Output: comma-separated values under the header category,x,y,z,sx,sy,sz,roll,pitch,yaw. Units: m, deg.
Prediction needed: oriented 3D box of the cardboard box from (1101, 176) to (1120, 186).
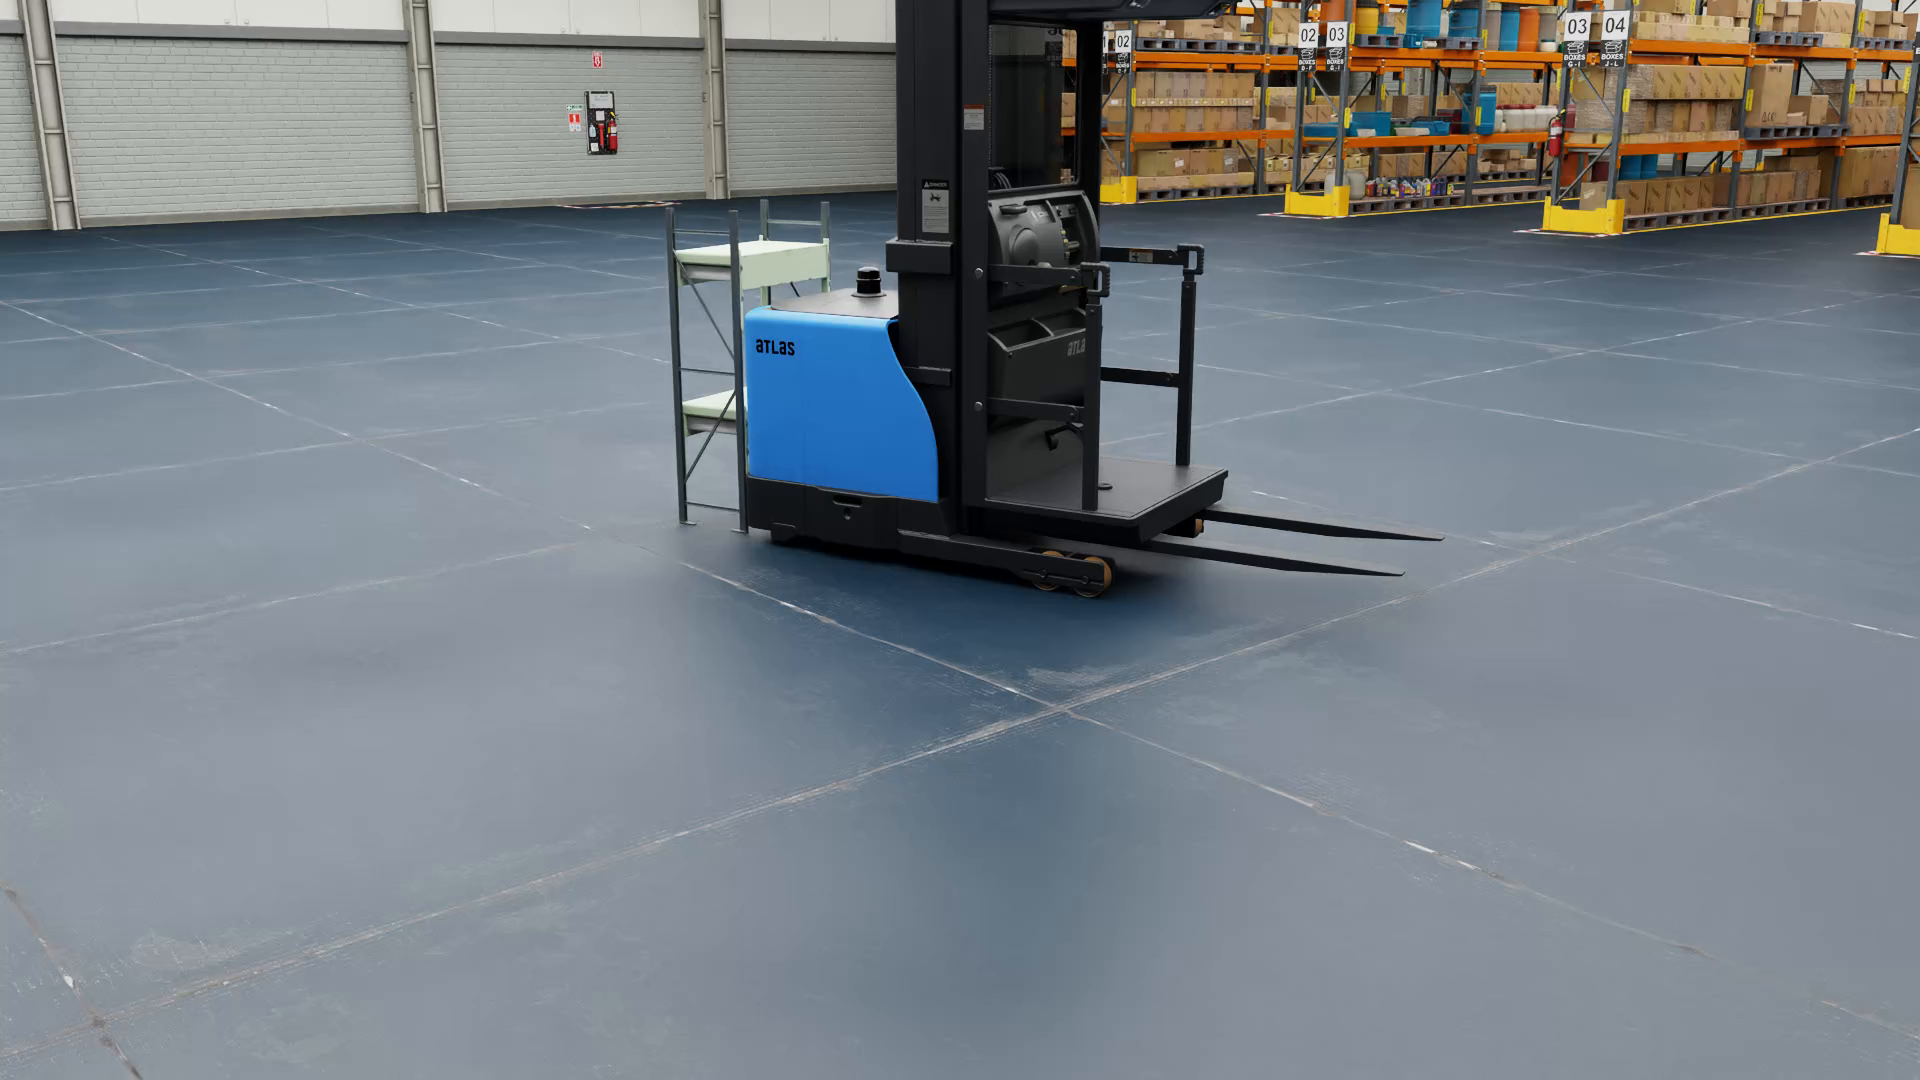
category,x,y,z,sx,sy,sz,roll,pitch,yaw
cardboard box,3.159,-7.110,33.070,0.500,0.250,0.500,-13,19,-39

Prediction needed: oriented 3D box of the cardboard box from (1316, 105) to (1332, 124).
category,x,y,z,sx,sy,sz,roll,pitch,yaw
cardboard box,7.728,-9.203,36.199,0.500,0.500,0.500,-14,20,-42

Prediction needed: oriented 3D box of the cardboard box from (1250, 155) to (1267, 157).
category,x,y,z,sx,sy,sz,roll,pitch,yaw
cardboard box,6.472,-8.124,35.780,0.500,0.311,0.500,-12,19,-38

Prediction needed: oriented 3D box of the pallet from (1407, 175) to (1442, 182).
category,x,y,z,sx,sy,sz,roll,pitch,yaw
pallet,10.491,-8.420,38.863,1.213,0.211,1.003,-13,19,-39

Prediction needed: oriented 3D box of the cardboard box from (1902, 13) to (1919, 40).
category,x,y,z,sx,sy,sz,roll,pitch,yaw
cardboard box,18.070,-9.791,31.773,0.500,0.500,0.700,-12,19,-38

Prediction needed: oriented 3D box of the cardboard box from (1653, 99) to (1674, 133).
category,x,y,z,sx,sy,sz,roll,pitch,yaw
cardboard box,10.585,-6.622,25.959,0.500,0.500,0.875,-13,19,-39

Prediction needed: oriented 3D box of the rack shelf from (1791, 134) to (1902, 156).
category,x,y,z,sx,sy,sz,roll,pitch,yaw
rack shelf,16.992,-7.505,31.427,4.000,0.370,1.077,-13,19,-39

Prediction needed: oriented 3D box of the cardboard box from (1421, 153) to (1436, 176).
category,x,y,z,sx,sy,sz,roll,pitch,yaw
cardboard box,10.678,-8.732,38.619,0.500,0.500,0.500,-14,20,-41

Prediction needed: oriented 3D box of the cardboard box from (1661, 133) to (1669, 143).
category,x,y,z,sx,sy,sz,roll,pitch,yaw
cardboard box,10.759,-6.252,25.829,0.250,0.149,0.380,-13,19,-39

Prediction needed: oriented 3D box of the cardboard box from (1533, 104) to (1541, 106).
category,x,y,z,sx,sy,sz,roll,pitch,yaw
cardboard box,14.090,-10.545,41.222,0.500,0.500,0.500,-12,19,-39

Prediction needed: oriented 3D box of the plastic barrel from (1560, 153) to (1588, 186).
category,x,y,z,sx,sy,sz,roll,pitch,yaw
plastic barrel,12.590,-7.718,34.224,0.708,0.830,0.600,-13,19,-39

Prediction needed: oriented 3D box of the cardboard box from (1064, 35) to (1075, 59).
category,x,y,z,sx,sy,sz,roll,pitch,yaw
cardboard box,2.491,-11.102,37.454,0.500,0.500,0.500,-12,19,-38

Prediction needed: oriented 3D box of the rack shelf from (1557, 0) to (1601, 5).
category,x,y,z,sx,sy,sz,roll,pitch,yaw
rack shelf,13.741,-11.174,34.314,4.000,0.370,1.077,-13,19,-39

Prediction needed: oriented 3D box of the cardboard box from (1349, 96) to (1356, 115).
category,x,y,z,sx,sy,sz,roll,pitch,yaw
cardboard box,10.263,-11.565,44.654,0.700,0.700,0.980,-14,20,-42

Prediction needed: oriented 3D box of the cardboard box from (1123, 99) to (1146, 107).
category,x,y,z,sx,sy,sz,roll,pitch,yaw
cardboard box,3.386,-8.474,32.209,0.250,0.149,0.380,-13,20,-40

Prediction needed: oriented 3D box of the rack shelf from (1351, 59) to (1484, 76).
category,x,y,z,sx,sy,sz,roll,pitch,yaw
rack shelf,10.492,-10.883,38.262,4.000,0.370,1.077,-13,19,-39

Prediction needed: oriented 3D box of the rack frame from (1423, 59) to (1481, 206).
category,x,y,z,sx,sy,sz,roll,pitch,yaw
rack frame,9.215,-7.800,31.138,0.127,3.000,1.000,-13,19,-39

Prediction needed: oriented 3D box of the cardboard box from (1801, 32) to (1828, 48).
category,x,y,z,sx,sy,sz,roll,pitch,yaw
cardboard box,14.540,-8.591,28.576,0.500,0.250,0.500,-12,19,-38

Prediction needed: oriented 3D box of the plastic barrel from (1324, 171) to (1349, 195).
category,x,y,z,sx,sy,sz,roll,pitch,yaw
plastic barrel,6.643,-6.250,29.342,0.421,0.512,0.421,0,15,0

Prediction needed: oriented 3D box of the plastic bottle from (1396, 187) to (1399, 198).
category,x,y,z,sx,sy,sz,roll,pitch,yaw
plastic bottle,7.848,-6.247,29.894,0.097,0.201,0.097,0,15,0

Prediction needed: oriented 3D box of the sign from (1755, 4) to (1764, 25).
category,x,y,z,sx,sy,sz,roll,pitch,yaw
sign,12.828,-8.430,26.684,0.005,0.325,0.100,-13,19,-39

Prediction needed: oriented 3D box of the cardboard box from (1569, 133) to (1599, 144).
category,x,y,z,sx,sy,sz,roll,pitch,yaw
cardboard box,9.528,-6.125,25.355,0.250,0.149,0.380,-13,19,-39

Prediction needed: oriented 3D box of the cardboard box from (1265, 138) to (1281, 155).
category,x,y,z,sx,sy,sz,roll,pitch,yaw
cardboard box,7.673,-9.962,42.583,0.750,0.750,0.750,-12,19,-38

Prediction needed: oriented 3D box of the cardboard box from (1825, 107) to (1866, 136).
category,x,y,z,sx,sy,sz,roll,pitch,yaw
cardboard box,16.029,-7.591,30.162,0.500,0.500,0.500,-12,19,-38

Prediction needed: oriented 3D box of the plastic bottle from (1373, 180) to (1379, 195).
category,x,y,z,sx,sy,sz,roll,pitch,yaw
plastic bottle,7.608,-6.476,30.609,0.135,0.276,0.152,-13,20,-41

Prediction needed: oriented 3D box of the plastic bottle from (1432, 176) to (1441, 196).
category,x,y,z,sx,sy,sz,roll,pitch,yaw
plastic bottle,8.773,-6.535,30.683,0.185,0.351,0.144,-14,20,-42

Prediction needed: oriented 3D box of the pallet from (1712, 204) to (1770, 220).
category,x,y,z,sx,sy,sz,roll,pitch,yaw
pallet,13.052,-5.621,28.383,1.213,0.211,1.003,-13,19,-39

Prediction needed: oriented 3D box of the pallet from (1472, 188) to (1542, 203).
category,x,y,z,sx,sy,sz,roll,pitch,yaw
pallet,10.702,-6.801,32.802,1.213,0.211,1.003,-13,19,-39

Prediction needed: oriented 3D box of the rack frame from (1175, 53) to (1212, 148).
category,x,y,z,sx,sy,sz,roll,pitch,yaw
rack frame,5.729,-10.406,40.896,0.127,3.000,1.000,-13,19,-39

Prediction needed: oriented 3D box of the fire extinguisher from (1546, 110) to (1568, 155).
category,x,y,z,sx,sy,sz,roll,pitch,yaw
fire extinguisher,9.060,-6.191,25.265,0.183,0.674,0.296,-13,19,-39

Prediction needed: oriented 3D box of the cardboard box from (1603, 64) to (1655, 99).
category,x,y,z,sx,sy,sz,roll,pitch,yaw
cardboard box,10.042,-6.873,24.962,0.500,0.500,0.500,-13,19,-39

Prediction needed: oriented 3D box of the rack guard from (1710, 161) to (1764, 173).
category,x,y,z,sx,sy,sz,roll,pitch,yaw
rack guard,18.277,-8.632,39.096,0.348,0.500,1.175,-13,19,-39

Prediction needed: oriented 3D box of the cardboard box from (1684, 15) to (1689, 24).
category,x,y,z,sx,sy,sz,roll,pitch,yaw
cardboard box,10.969,-7.994,25.571,0.250,0.149,0.380,-13,20,-40

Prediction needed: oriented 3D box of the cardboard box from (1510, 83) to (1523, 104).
category,x,y,z,sx,sy,sz,roll,pitch,yaw
cardboard box,13.318,-10.851,40.430,0.500,0.500,0.500,-13,20,-41

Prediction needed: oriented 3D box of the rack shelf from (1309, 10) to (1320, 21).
category,x,y,z,sx,sy,sz,roll,pitch,yaw
rack shelf,10.255,-13.780,44.071,4.000,0.370,1.077,-13,19,-39

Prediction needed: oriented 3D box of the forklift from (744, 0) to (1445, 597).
category,x,y,z,sx,sy,sz,roll,pitch,yaw
forklift,0.547,-1.335,7.069,3.031,2.935,1.130,8,17,29

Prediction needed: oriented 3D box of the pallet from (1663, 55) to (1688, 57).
category,x,y,z,sx,sy,sz,roll,pitch,yaw
pallet,14.722,-10.361,35.281,1.003,0.211,1.213,-13,19,-39

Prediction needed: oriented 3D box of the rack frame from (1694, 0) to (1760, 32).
category,x,y,z,sx,sy,sz,roll,pitch,yaw
rack frame,12.466,-9.734,26.754,0.127,3.000,1.000,-13,19,-39

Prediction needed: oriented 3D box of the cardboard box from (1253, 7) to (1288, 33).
category,x,y,z,sx,sy,sz,roll,pitch,yaw
cardboard box,6.457,-10.804,34.595,0.500,0.500,0.500,-12,19,-39

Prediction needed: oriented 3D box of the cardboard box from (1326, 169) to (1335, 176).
category,x,y,z,sx,sy,sz,roll,pitch,yaw
cardboard box,7.979,-8.008,36.431,0.500,0.250,0.500,-12,19,-38

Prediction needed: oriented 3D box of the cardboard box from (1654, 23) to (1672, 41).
category,x,y,z,sx,sy,sz,roll,pitch,yaw
cardboard box,10.367,-7.655,25.073,0.500,0.250,0.500,-13,20,-41

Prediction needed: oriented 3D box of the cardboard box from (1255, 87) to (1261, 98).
category,x,y,z,sx,sy,sz,roll,pitch,yaw
cardboard box,7.401,-11.261,41.835,0.500,0.250,0.500,-13,20,-40

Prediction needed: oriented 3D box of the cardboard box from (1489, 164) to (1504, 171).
category,x,y,z,sx,sy,sz,roll,pitch,yaw
cardboard box,13.106,-9.141,40.798,0.250,0.166,0.380,-13,19,-39

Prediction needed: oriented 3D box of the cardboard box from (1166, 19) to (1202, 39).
category,x,y,z,sx,sy,sz,roll,pitch,yaw
cardboard box,4.381,-10.083,32.596,0.500,0.500,0.500,-13,19,-39

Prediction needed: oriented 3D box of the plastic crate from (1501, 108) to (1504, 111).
category,x,y,z,sx,sy,sz,roll,pitch,yaw
plastic crate,10.812,-8.294,32.865,0.583,0.464,0.402,-13,19,-39

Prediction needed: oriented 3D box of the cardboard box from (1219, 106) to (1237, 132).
category,x,y,z,sx,sy,sz,roll,pitch,yaw
cardboard box,5.242,-8.646,34.113,0.500,0.500,0.700,-13,20,-40

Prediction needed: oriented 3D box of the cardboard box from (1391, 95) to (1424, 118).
category,x,y,z,sx,sy,sz,roll,pitch,yaw
cardboard box,10.200,-9.940,38.143,0.500,0.500,0.700,-9,17,-29

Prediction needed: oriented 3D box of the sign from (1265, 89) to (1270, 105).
category,x,y,z,sx,sy,sz,roll,pitch,yaw
sign,6.331,-9.114,34.226,0.005,0.325,0.100,-13,19,-39

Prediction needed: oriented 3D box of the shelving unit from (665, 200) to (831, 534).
category,x,y,z,sx,sy,sz,roll,pitch,yaw
shelving unit,-0.998,-0.864,8.077,0.431,1.500,0.755,8,17,29

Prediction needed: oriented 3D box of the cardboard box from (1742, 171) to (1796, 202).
category,x,y,z,sx,sy,sz,roll,pitch,yaw
cardboard box,14.158,-6.207,29.166,0.500,0.500,0.700,-11,18,-35

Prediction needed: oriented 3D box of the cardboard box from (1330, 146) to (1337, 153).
category,x,y,z,sx,sy,sz,roll,pitch,yaw
cardboard box,9.759,-10.270,44.417,0.500,0.500,0.700,-13,20,-40

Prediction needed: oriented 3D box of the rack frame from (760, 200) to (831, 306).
category,x,y,z,sx,sy,sz,roll,pitch,yaw
rack frame,-0.816,-0.946,8.384,0.400,1.500,0.023,8,17,29

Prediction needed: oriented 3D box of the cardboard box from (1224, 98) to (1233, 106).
category,x,y,z,sx,sy,sz,roll,pitch,yaw
cardboard box,5.320,-8.908,33.835,0.250,0.149,0.380,-13,20,-39

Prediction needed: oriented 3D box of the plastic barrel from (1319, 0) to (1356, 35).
category,x,y,z,sx,sy,sz,roll,pitch,yaw
plastic barrel,6.480,-9.089,28.506,0.708,0.830,0.600,-13,19,-39

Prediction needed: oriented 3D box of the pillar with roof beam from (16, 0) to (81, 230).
category,x,y,z,sx,sy,sz,roll,pitch,yaw
pillar with roof beam,-11.099,-8.349,21.569,0.400,9.000,9.100,-13,19,-39

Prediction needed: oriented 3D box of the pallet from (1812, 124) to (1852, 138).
category,x,y,z,sx,sy,sz,roll,pitch,yaw
pallet,15.016,-7.279,29.561,1.003,0.211,1.213,-13,19,-39
